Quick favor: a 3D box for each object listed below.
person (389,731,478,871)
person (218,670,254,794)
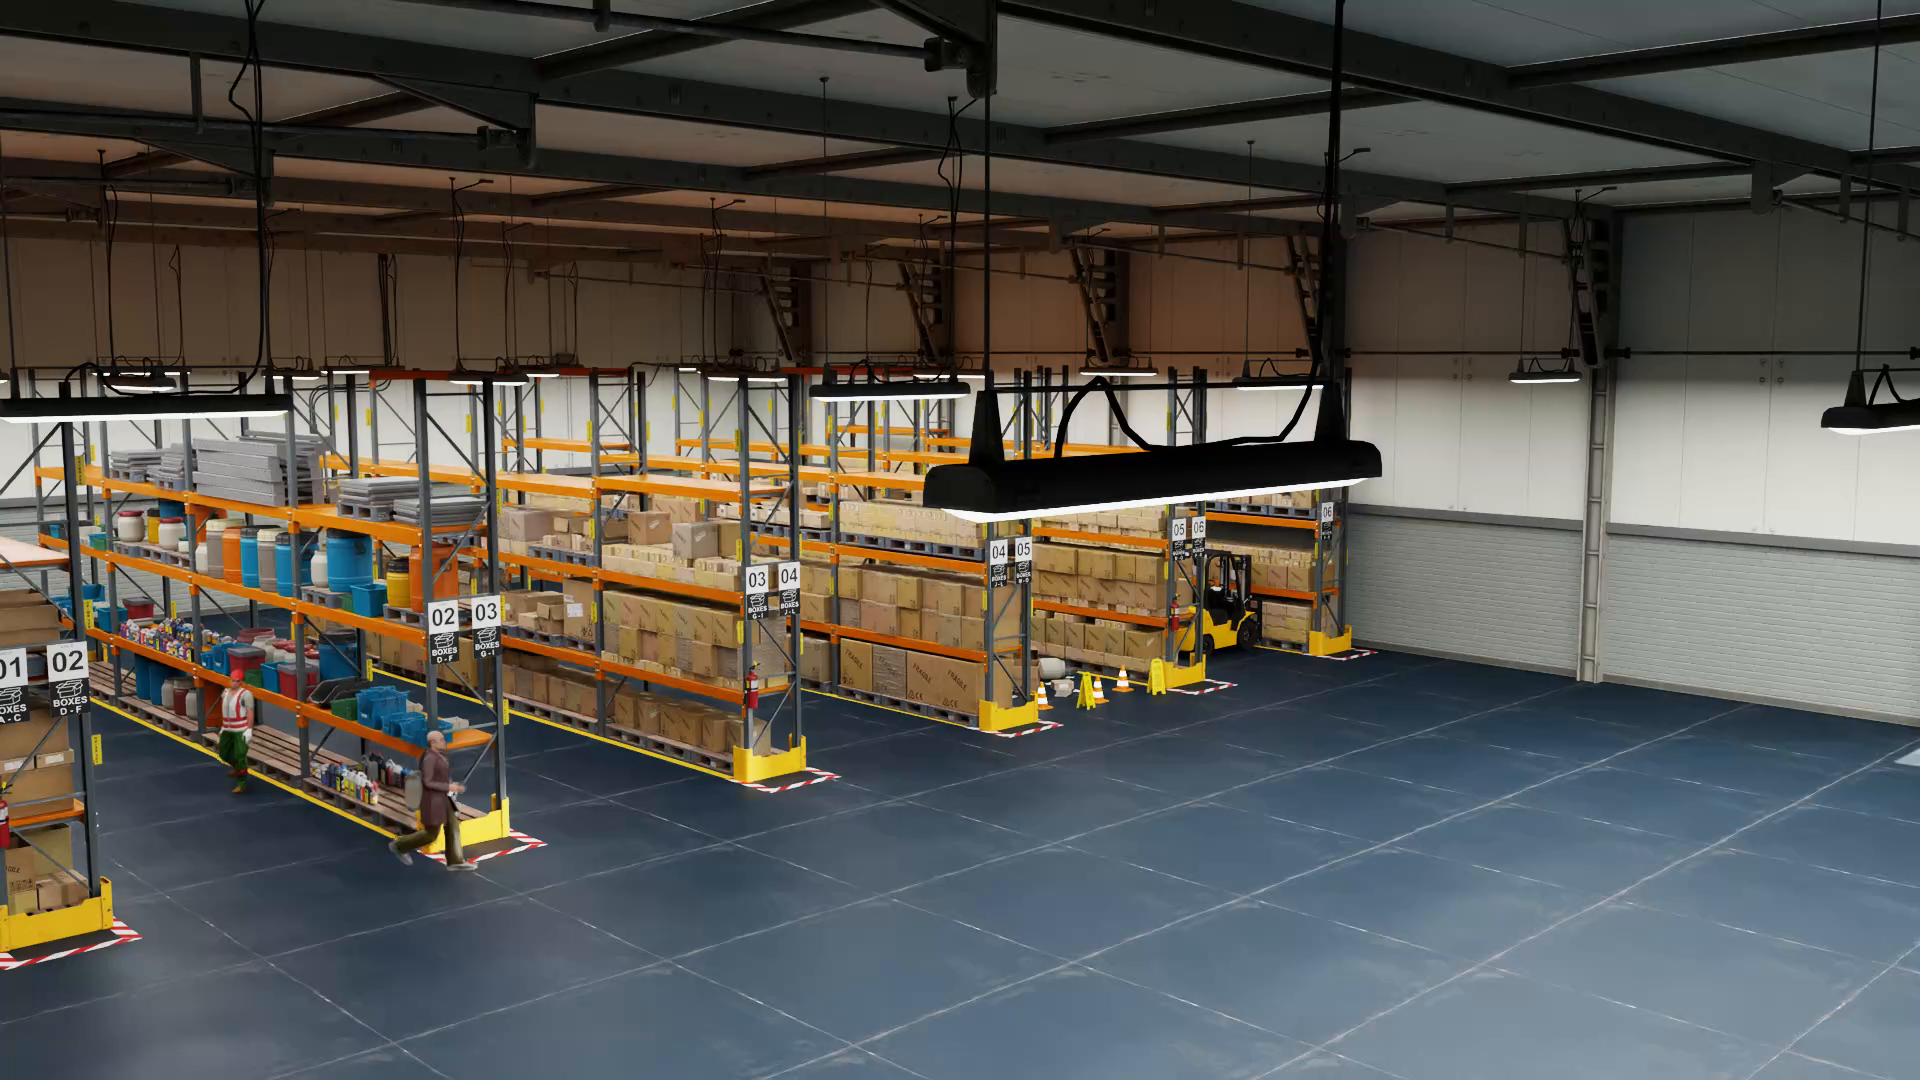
[{"bbox_3d":[-6.412,3.227,20.179,1.033,1.667,0.716,0,6,-2],"label":"person"},{"bbox_3d":[-10.469,2.733,24.093,0.745,1.779,0.618,2,7,17],"label":"person"}]
